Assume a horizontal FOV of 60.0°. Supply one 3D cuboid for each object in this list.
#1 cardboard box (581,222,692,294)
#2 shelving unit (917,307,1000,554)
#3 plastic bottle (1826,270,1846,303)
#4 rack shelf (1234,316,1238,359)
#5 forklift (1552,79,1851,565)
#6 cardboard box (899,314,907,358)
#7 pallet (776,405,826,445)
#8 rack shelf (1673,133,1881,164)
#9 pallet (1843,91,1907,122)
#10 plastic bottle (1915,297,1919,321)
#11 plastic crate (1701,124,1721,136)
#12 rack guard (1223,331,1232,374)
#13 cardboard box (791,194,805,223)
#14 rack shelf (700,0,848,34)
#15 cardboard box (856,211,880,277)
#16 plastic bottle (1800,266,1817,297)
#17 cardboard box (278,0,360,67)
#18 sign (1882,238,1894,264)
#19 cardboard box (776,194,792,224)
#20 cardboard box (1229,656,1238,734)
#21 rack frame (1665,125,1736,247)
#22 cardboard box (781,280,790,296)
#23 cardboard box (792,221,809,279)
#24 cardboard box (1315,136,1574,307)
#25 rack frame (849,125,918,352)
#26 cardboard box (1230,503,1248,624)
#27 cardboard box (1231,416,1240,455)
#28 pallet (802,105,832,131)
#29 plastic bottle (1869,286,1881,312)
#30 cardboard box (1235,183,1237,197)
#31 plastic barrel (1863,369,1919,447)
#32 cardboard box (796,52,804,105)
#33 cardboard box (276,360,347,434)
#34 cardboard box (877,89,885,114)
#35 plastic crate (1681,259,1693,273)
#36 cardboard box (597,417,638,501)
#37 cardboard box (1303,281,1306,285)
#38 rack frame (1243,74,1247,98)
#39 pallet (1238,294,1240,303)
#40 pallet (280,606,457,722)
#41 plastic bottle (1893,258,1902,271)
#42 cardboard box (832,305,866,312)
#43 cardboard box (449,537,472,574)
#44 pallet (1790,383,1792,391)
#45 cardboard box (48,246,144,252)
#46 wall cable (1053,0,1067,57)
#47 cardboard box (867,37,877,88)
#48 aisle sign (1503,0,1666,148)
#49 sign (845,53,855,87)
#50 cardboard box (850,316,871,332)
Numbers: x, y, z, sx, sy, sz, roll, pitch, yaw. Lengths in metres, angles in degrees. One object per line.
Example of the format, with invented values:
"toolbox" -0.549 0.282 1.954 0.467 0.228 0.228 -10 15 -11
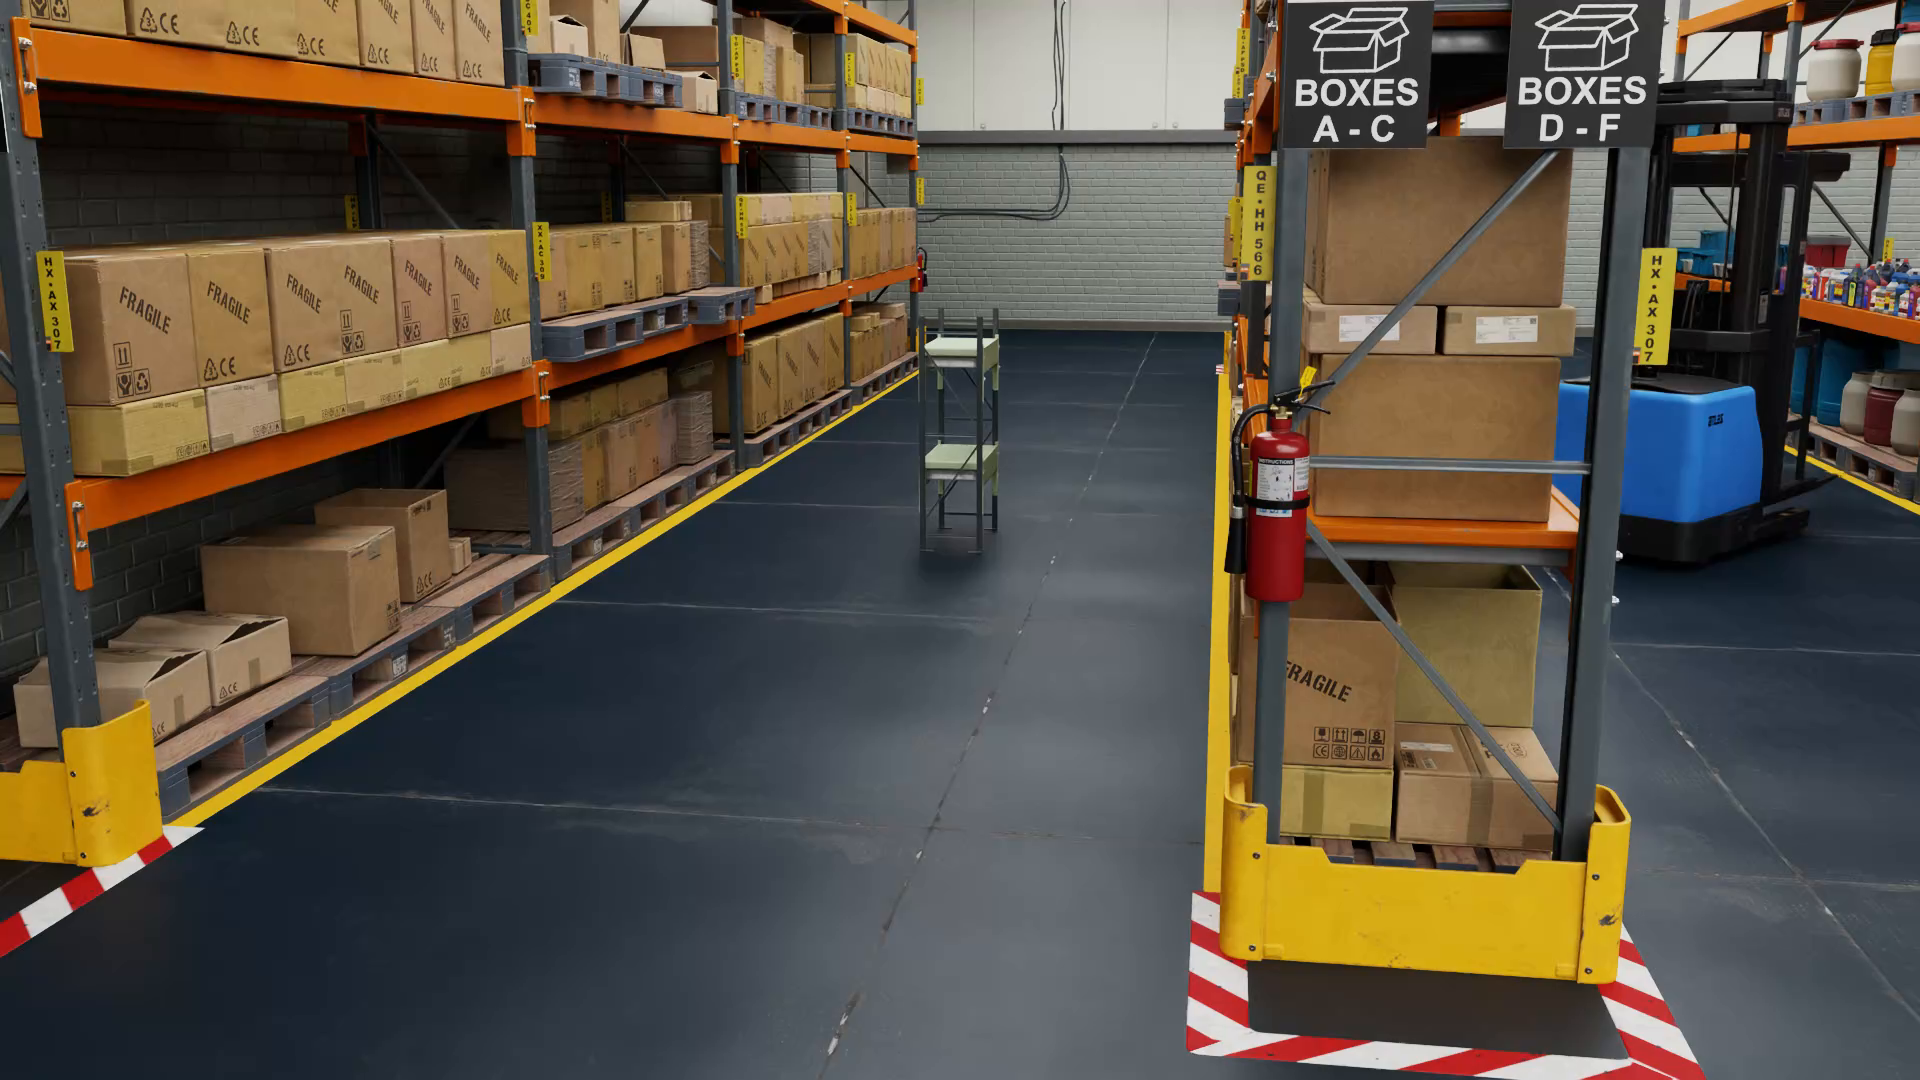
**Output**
"cardboard box" -2.386 -2.086 12.273 0.700 0.500 0.500 1 12 3
"shelving unit" -0.001 -0.732 10.829 0.431 1.500 0.755 2 12 9
"plastic bottle" 7.515 -2.164 14.208 0.152 0.276 0.135 2 12 9
"rack shelf" 2.939 -1.943 14.596 1.077 0.370 4.000 2 12 9
"forklift" 5.098 -1.521 11.093 3.031 2.935 1.130 -12 17 -43
"cardboard box" -1.043 -2.538 20.584 0.700 0.500 0.500 2 12 9
"pallet" -1.878 -1.090 15.548 1.003 0.211 1.213 2 12 9
"rack shelf" 8.448 -4.080 17.395 1.077 0.370 4.000 2 12 9
"pallet" 7.945 -3.521 13.539 1.003 0.211 1.213 2 12 9
"plastic bottle" 7.201 -1.741 12.424 0.097 0.201 0.097 0 12 0
"plastic crate" 8.249 -4.509 17.823 0.504 0.338 0.767 2 12 9
"rack guard" 3.850 -2.306 20.505 1.175 0.500 0.348 2 12 9
"cardboard box" -1.712 -3.017 15.103 0.500 0.250 0.500 2 12 7
"rack shelf" -1.957 -4.840 14.747 1.077 0.370 4.000 2 12 9
"cardboard box" -1.432 -3.281 18.387 0.980 0.700 0.700 2 12 7
"plastic bottle" 7.636 -2.329 14.973 0.152 0.276 0.135 2 12 9
"cardboard box" -2.941 -2.290 7.095 0.500 0.500 0.500 3 12 12
"sign" 8.683 -2.667 15.590 0.100 0.325 0.005 2 12 9
"cardboard box" -1.785 -2.911 14.609 0.500 0.250 0.500 2 12 9
"cardboard box" 1.332 0.596 6.636 0.500 0.250 0.500 2 12 9
"rack frame" 8.755 -3.382 19.567 1.000 3.000 0.127 2 12 9
"cardboard box" -1.759 -2.305 15.120 0.380 0.149 0.250 2 12 9
"cardboard box" -1.697 -2.655 15.204 0.500 0.500 0.500 2 12 10
"cardboard box" 1.493 -1.004 5.213 0.700 0.500 0.500 2 12 9
"rack frame" -1.034 -3.703 21.057 1.000 3.000 0.127 2 12 9
"cardboard box" 1.407 0.126 7.041 0.500 0.500 0.500 2 12 9
"cardboard box" 2.107 -0.698 11.312 0.500 0.311 0.500 2 12 7
"pallet" -1.741 -4.051 16.004 0.805 0.209 1.217 1 12 6
"plastic bottle" 7.342 -1.931 13.305 0.097 0.201 0.097 0 12 0
"cardboard box" 3.533 -3.997 19.811 0.500 0.500 0.500 2 12 10
"plastic barrel" 7.757 -1.081 13.615 0.600 0.588 0.708 2 12 9
"cardboard box" -1.893 -4.421 15.986 0.700 0.500 0.500 1 12 6
"cardboard box" -2.956 -0.615 7.034 0.500 0.250 0.500 2 12 8
"cardboard box" -1.118 -4.866 18.452 0.500 0.250 0.500 2 12 7
"plastic crate" 8.157 -3.037 18.447 0.250 0.136 0.298 2 12 9
"cardboard box" -2.634 -0.566 11.389 0.700 0.500 0.500 2 12 9
"cardboard box" 1.430 -0.879 6.176 0.380 0.149 0.250 2 12 10
"rack frame" 3.246 -5.643 15.820 1.000 3.000 0.127 2 12 9
"pallet" 2.926 -2.189 14.487 1.003 0.211 1.213 2 12 9
"pallet" -3.133 0.554 7.923 1.003 0.211 1.213 2 12 9
"plastic bottle" 8.322 -2.323 14.771 0.144 0.351 0.185 2 12 9
"cardboard box" -1.337 -2.730 19.936 0.380 0.149 0.250 2 12 9
"cardboard box" -2.932 0.077 9.196 0.380 0.166 0.250 0 12 1
"pallet" 8.400 -1.595 17.895 1.003 0.211 1.213 2 12 9
"cardboard box" -3.545 -0.885 6.508 0.500 0.500 0.500 2 12 9
"wall cable" 2.862 -8.665 25.222 3.097 2.526 0.112 2 12 9
"cardboard box" -1.189 -5.131 17.903 0.500 0.500 0.500 2 12 7
"aisle sign" 1.693 -1.460 4.477 0.394 0.787 0.004 2 12 9
"sign" -1.111 -4.728 16.717 0.100 0.325 0.005 2 12 9
"cardboard box" -1.200 -2.389 18.354 0.380 0.149 0.250 2 12 11
